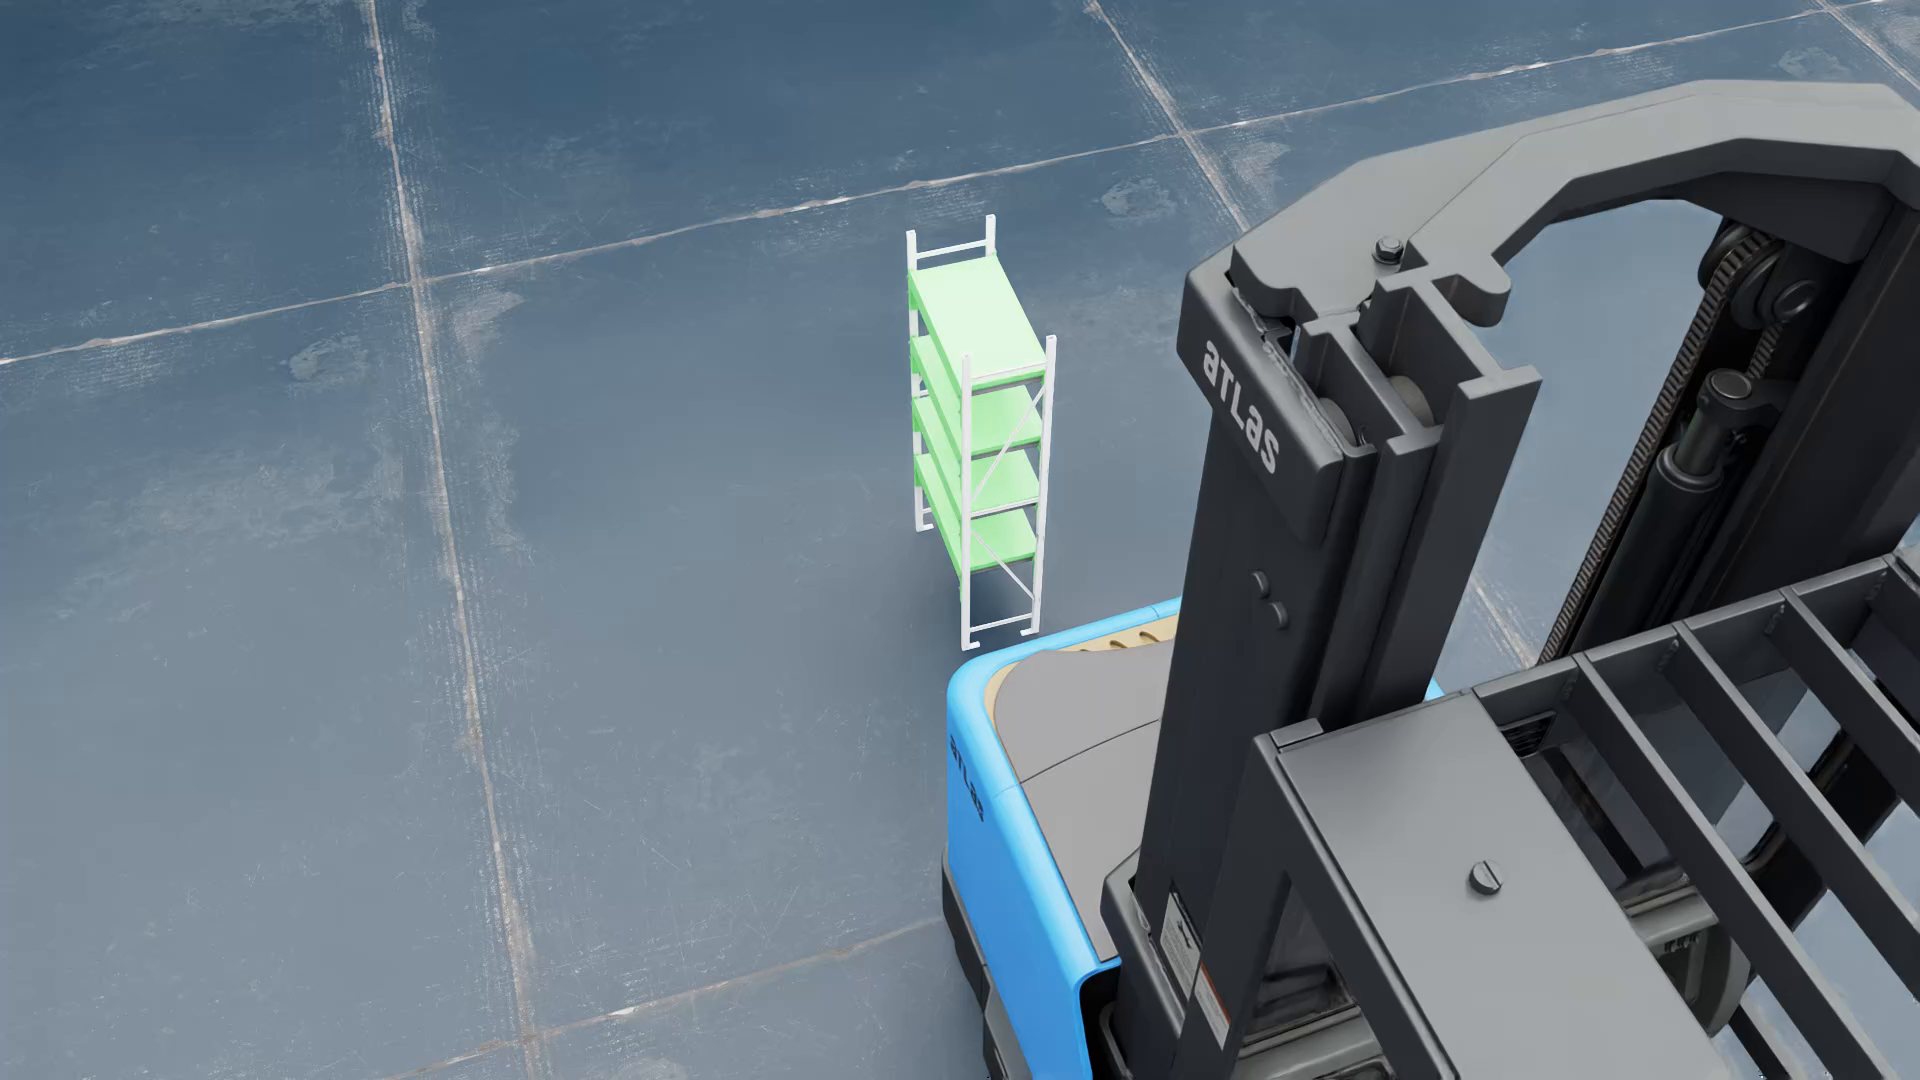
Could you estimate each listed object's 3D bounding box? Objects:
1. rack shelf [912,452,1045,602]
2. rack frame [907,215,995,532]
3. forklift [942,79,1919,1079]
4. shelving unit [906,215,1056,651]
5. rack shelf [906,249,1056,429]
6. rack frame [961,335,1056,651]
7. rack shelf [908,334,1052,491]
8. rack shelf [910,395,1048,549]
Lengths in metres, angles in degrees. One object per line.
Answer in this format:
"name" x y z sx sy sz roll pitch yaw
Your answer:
"rack shelf" 0.049 -0.070 4.922 0.258 0.148 0.480 -13 51 -11
"rack frame" -0.023 -0.444 4.840 0.240 1.200 0.015 -13 51 -11
"forklift" 0.933 0.956 2.527 1.130 2.935 3.031 -15 52 -13
"shelving unit" 0.049 -0.266 4.689 0.258 1.200 0.503 -13 51 -11
"rack shelf" 0.049 -0.534 4.371 0.258 0.148 0.480 -13 51 -11
"rack frame" 0.121 -0.088 4.539 0.240 1.200 0.015 -13 51 -11
"rack shelf" 0.049 -0.379 4.555 0.258 0.148 0.480 -13 51 -11
"rack shelf" 0.049 -0.225 4.738 0.258 0.148 0.480 -13 51 -11
